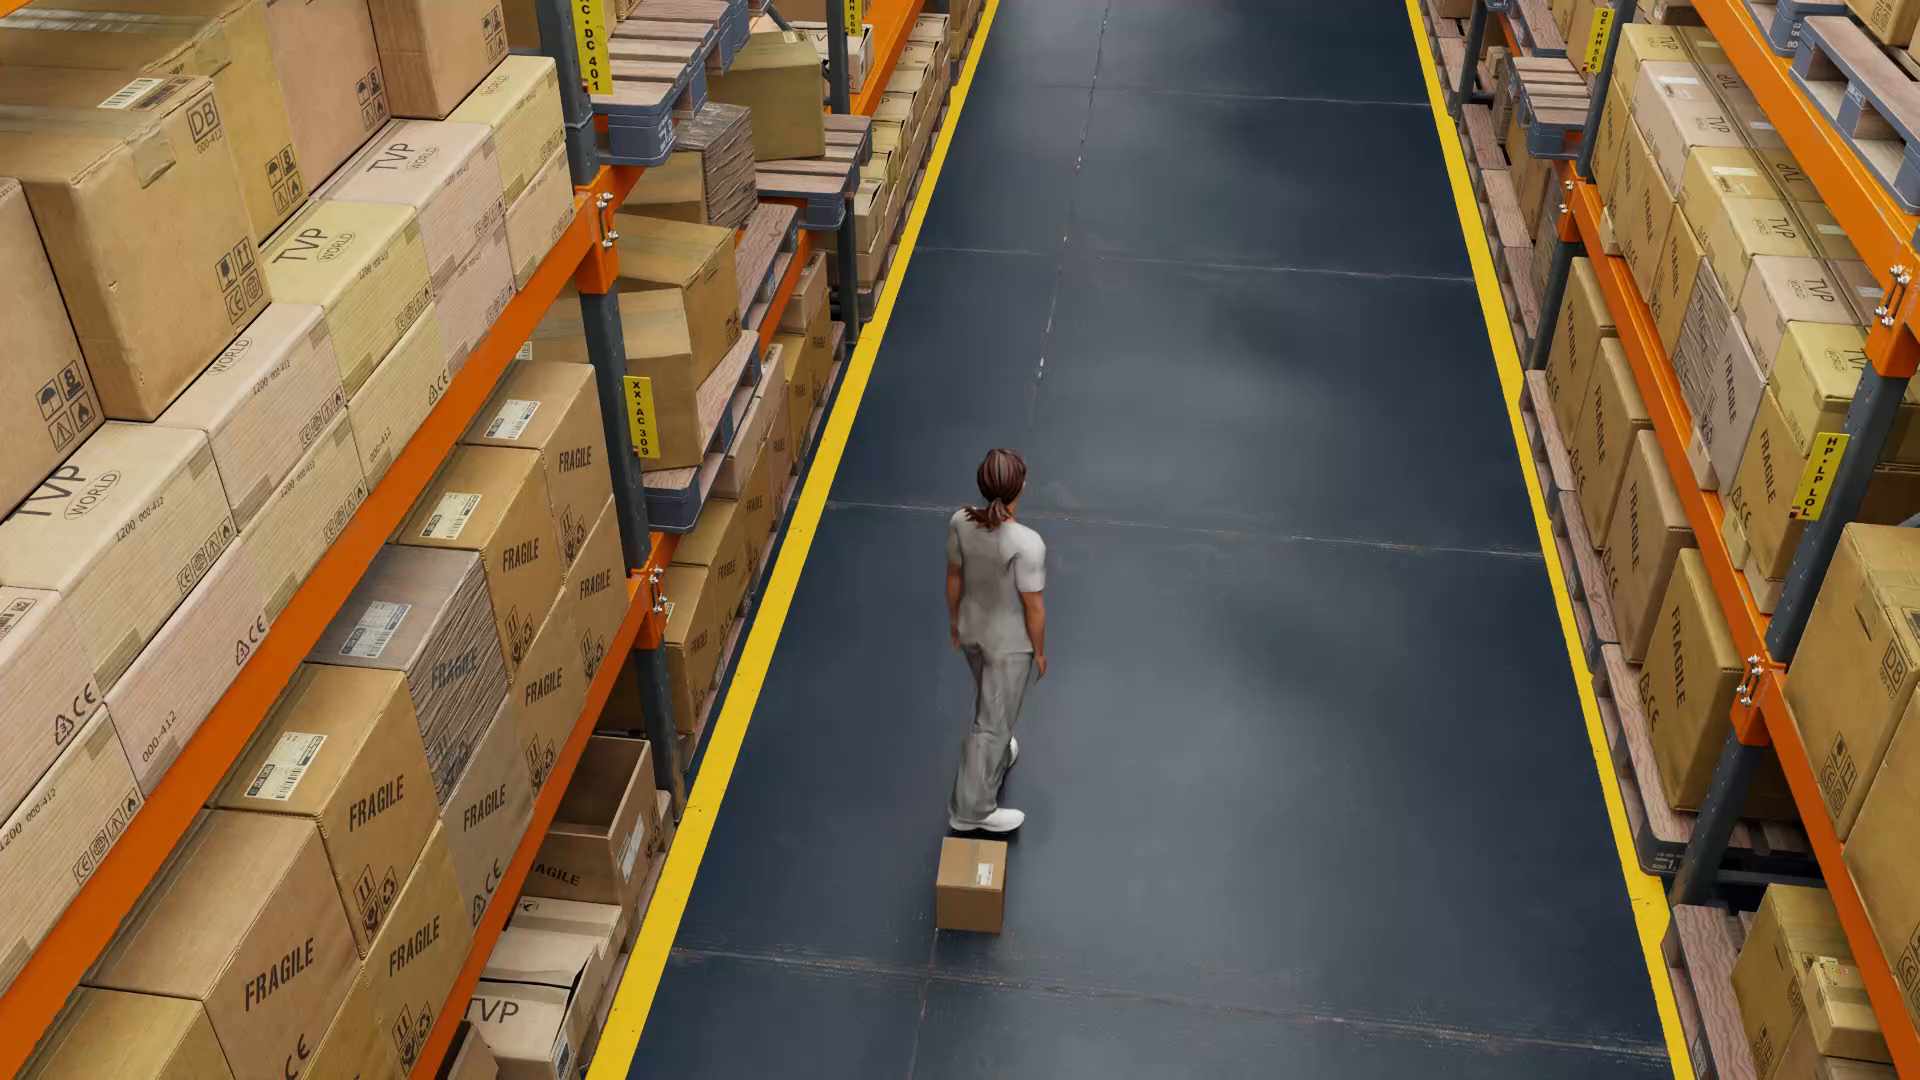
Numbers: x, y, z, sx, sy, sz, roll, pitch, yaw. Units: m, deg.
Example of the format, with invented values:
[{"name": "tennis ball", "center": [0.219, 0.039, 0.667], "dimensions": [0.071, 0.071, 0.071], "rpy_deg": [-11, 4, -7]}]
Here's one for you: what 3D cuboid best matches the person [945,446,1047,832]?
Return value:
[{"name": "person", "center": [0.130, 0.398, 6.503], "dimensions": [0.484, 1.664, 0.568], "rpy_deg": [30, 46, 34]}]
